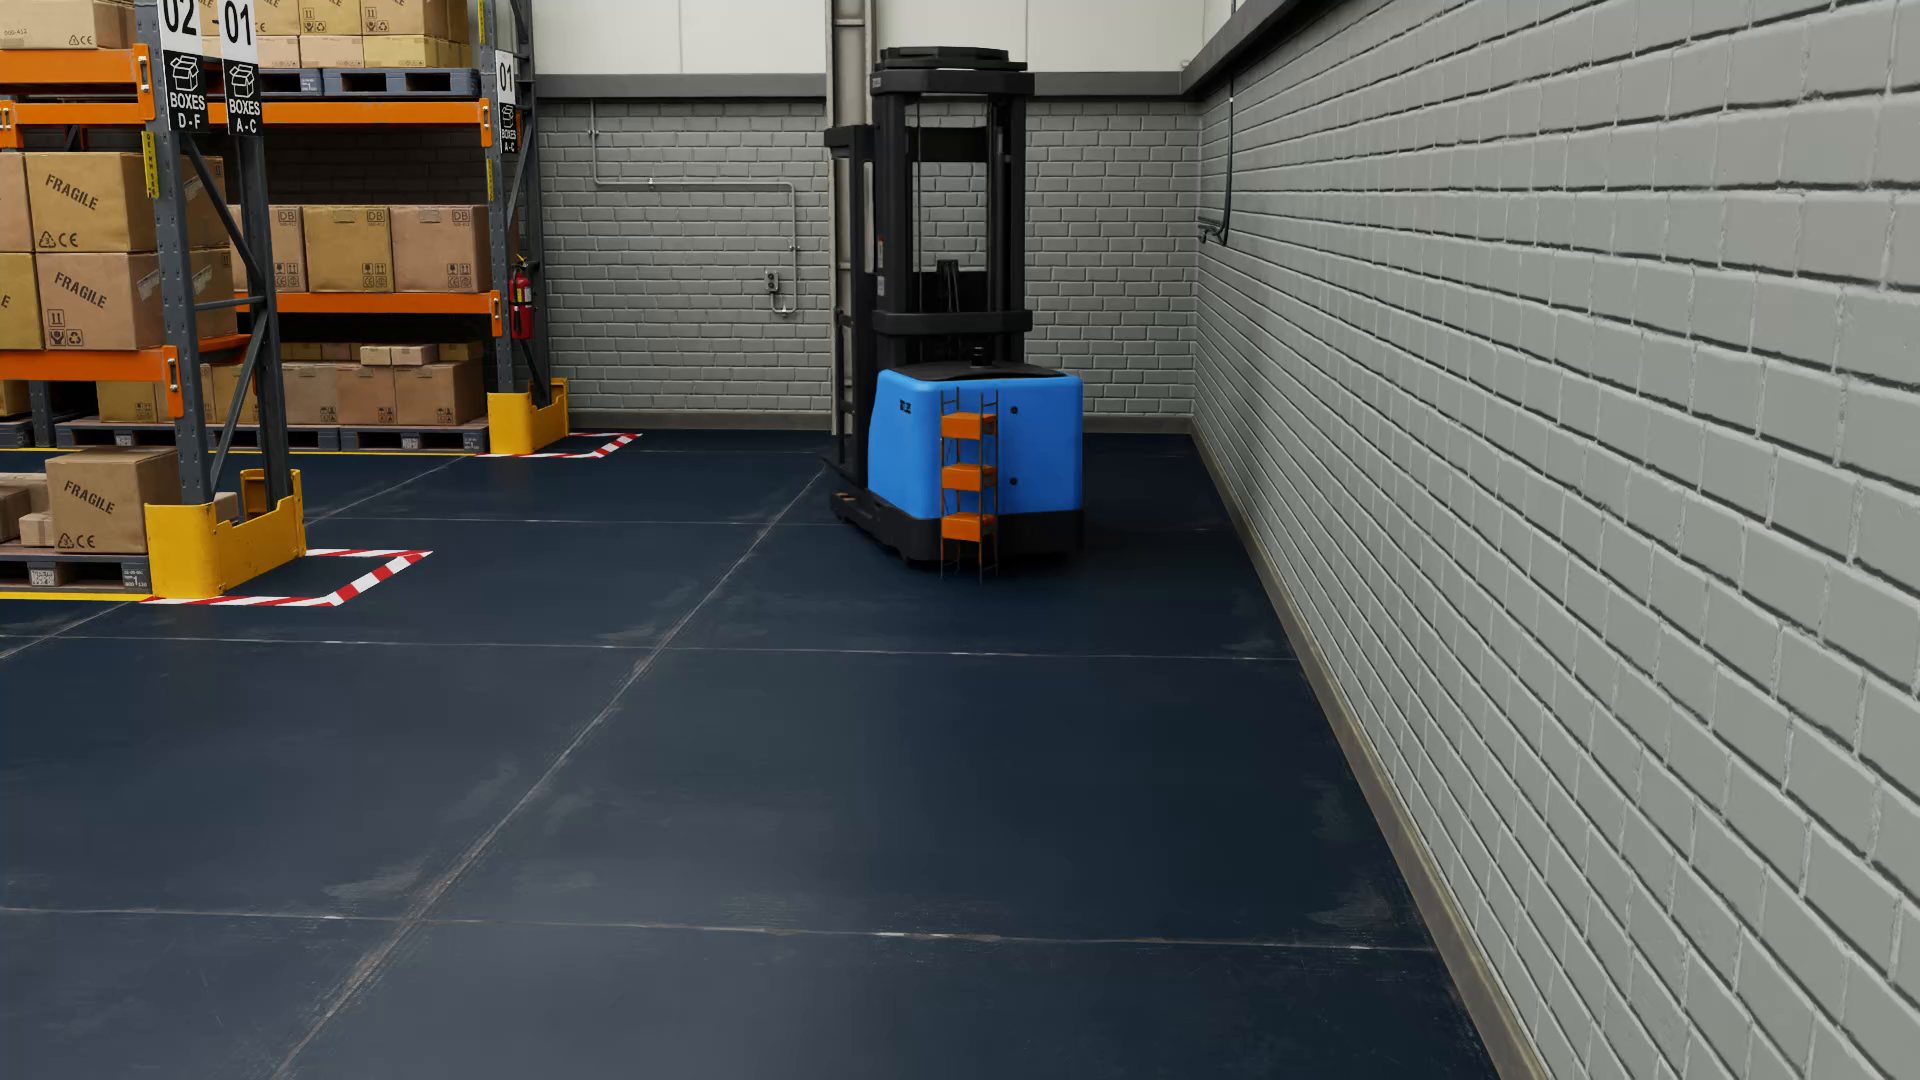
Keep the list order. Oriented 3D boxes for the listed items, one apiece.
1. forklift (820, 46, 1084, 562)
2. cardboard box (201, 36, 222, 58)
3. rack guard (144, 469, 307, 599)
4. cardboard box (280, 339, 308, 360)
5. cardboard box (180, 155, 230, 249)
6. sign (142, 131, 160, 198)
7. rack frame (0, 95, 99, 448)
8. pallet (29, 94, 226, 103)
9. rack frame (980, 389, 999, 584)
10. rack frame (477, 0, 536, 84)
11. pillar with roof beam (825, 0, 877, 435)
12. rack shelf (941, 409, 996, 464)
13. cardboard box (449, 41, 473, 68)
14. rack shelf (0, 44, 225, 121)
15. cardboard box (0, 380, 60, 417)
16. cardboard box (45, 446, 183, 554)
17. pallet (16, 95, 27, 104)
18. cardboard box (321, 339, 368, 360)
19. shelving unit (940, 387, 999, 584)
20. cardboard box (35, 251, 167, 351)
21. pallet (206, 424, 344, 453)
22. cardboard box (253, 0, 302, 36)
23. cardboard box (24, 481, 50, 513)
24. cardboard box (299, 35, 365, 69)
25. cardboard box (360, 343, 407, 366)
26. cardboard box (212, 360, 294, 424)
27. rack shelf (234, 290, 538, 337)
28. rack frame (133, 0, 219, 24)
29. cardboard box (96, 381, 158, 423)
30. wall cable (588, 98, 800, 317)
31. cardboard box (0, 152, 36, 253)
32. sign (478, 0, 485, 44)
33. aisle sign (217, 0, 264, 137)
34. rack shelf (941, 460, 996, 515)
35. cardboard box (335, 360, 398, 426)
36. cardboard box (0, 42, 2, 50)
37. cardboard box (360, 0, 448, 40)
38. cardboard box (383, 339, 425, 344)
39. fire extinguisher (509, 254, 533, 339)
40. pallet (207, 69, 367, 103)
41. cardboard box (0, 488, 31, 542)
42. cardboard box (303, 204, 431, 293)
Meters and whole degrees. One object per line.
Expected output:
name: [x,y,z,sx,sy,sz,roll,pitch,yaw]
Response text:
forklift: [-0.225,-1.568,10.605,1.130,2.935,3.031,-4,12,-18]
cardboard box: [-5.979,-3.913,13.420,0.500,0.250,0.500,0,12,2]
rack guard: [-4.083,-0.053,9.302,0.348,0.500,1.175,1,12,4]
cardboard box: [-5.764,-1.636,14.260,0.250,0.149,0.380,1,12,3]
cardboard box: [-4.432,-1.874,9.215,0.500,0.500,0.500,1,12,5]
sign: [-4.064,-1.884,8.350,0.005,0.325,0.100,1,12,4]
rack frame: [-7.671,-2.343,14.141,0.127,3.000,1.000,1,12,4]
pallet: [-6.855,-3.754,13.779,1.213,0.211,1.003,1,12,4]
rack frame: [0.160,-0.290,9.087,0.008,1.050,0.200,6,14,28]
rack frame: [-3.680,-5.224,13.265,0.127,3.000,1.000,1,12,4]
pillar with roof beam: [-1.215,-4.485,9.729,0.400,9.000,9.100,1,12,4]
rack shelf: [0.052,-0.569,9.087,0.240,0.259,0.215,6,14,28]
cardboard box: [-4.392,-3.997,13.822,0.500,0.250,0.500,1,12,7]
rack shelf: [-6.002,-2.419,8.939,4.000,0.370,1.077,1,12,4]
cardboard box: [-8.328,-1.478,14.234,0.750,0.750,0.750,1,12,4]
cardboard box: [-4.566,-0.225,9.047,0.500,0.500,0.500,1,12,4]
pallet: [-8.589,-3.720,13.865,1.217,0.209,0.805,0,12,1]
cardboard box: [-5.256,-1.629,14.226,0.250,0.149,0.380,1,12,5]
shelving unit: [0.053,-0.302,9.144,0.252,1.050,0.215,6,14,28]
cardboard box: [-4.472,-1.275,8.795,0.500,0.500,0.500,1,12,5]
pallet: [-5.697,-0.935,14.223,1.213,0.211,1.003,1,12,4]
cardboard box: [-5.448,-4.273,13.308,0.500,0.500,0.500,0,12,1]
cardboard box: [-5.029,-0.218,9.623,0.500,0.250,0.500,1,12,4]
cardboard box: [-4.947,-3.900,13.356,0.500,0.250,0.500,0,12,2]
cardboard box: [-4.780,-1.544,13.821,0.250,0.149,0.380,1,12,5]
cardboard box: [-5.918,-1.278,14.133,0.500,0.500,0.700,1,12,5]
rack shelf: [-5.675,-1.963,14.084,4.000,0.370,1.077,1,12,4]
rack frame: [-4.007,-4.212,8.427,0.127,3.000,1.000,1,12,4]
cardboard box: [-6.931,-1.293,14.205,0.500,0.500,0.700,1,12,4]
wall cable: [-2.339,-2.961,14.616,1.851,1.984,0.084,1,12,4]
cardboard box: [-4.973,-1.771,8.722,0.500,0.500,0.500,1,12,5]
sign: [-3.730,-4.040,12.961,0.005,0.325,0.100,1,12,4]
aisle sign: [-3.919,-2.607,9.058,0.004,0.787,0.394,1,12,4]
rack shelf: [0.053,-0.291,9.146,0.240,0.259,0.215,6,14,28]
cardboard box: [-4.884,-1.266,14.073,0.500,0.500,0.700,1,12,4]
cardboard box: [-5.035,-2.633,8.569,0.500,0.250,0.500,1,12,4]
cardboard box: [-4.428,-4.259,13.239,0.500,0.500,0.500,1,12,4]
cardboard box: [-4.752,-1.622,14.194,0.250,0.149,0.380,1,12,4]
fire extinguisher: [-3.560,-1.971,13.465,0.183,0.674,0.296,1,12,4]
pallet: [-5.641,-3.737,13.697,1.213,0.211,1.003,1,12,4]
cardboard box: [-5.512,-0.122,9.164,0.500,0.250,0.500,1,12,4]
cardboard box: [-4.916,-2.447,13.909,0.700,0.700,0.980,1,12,3]
